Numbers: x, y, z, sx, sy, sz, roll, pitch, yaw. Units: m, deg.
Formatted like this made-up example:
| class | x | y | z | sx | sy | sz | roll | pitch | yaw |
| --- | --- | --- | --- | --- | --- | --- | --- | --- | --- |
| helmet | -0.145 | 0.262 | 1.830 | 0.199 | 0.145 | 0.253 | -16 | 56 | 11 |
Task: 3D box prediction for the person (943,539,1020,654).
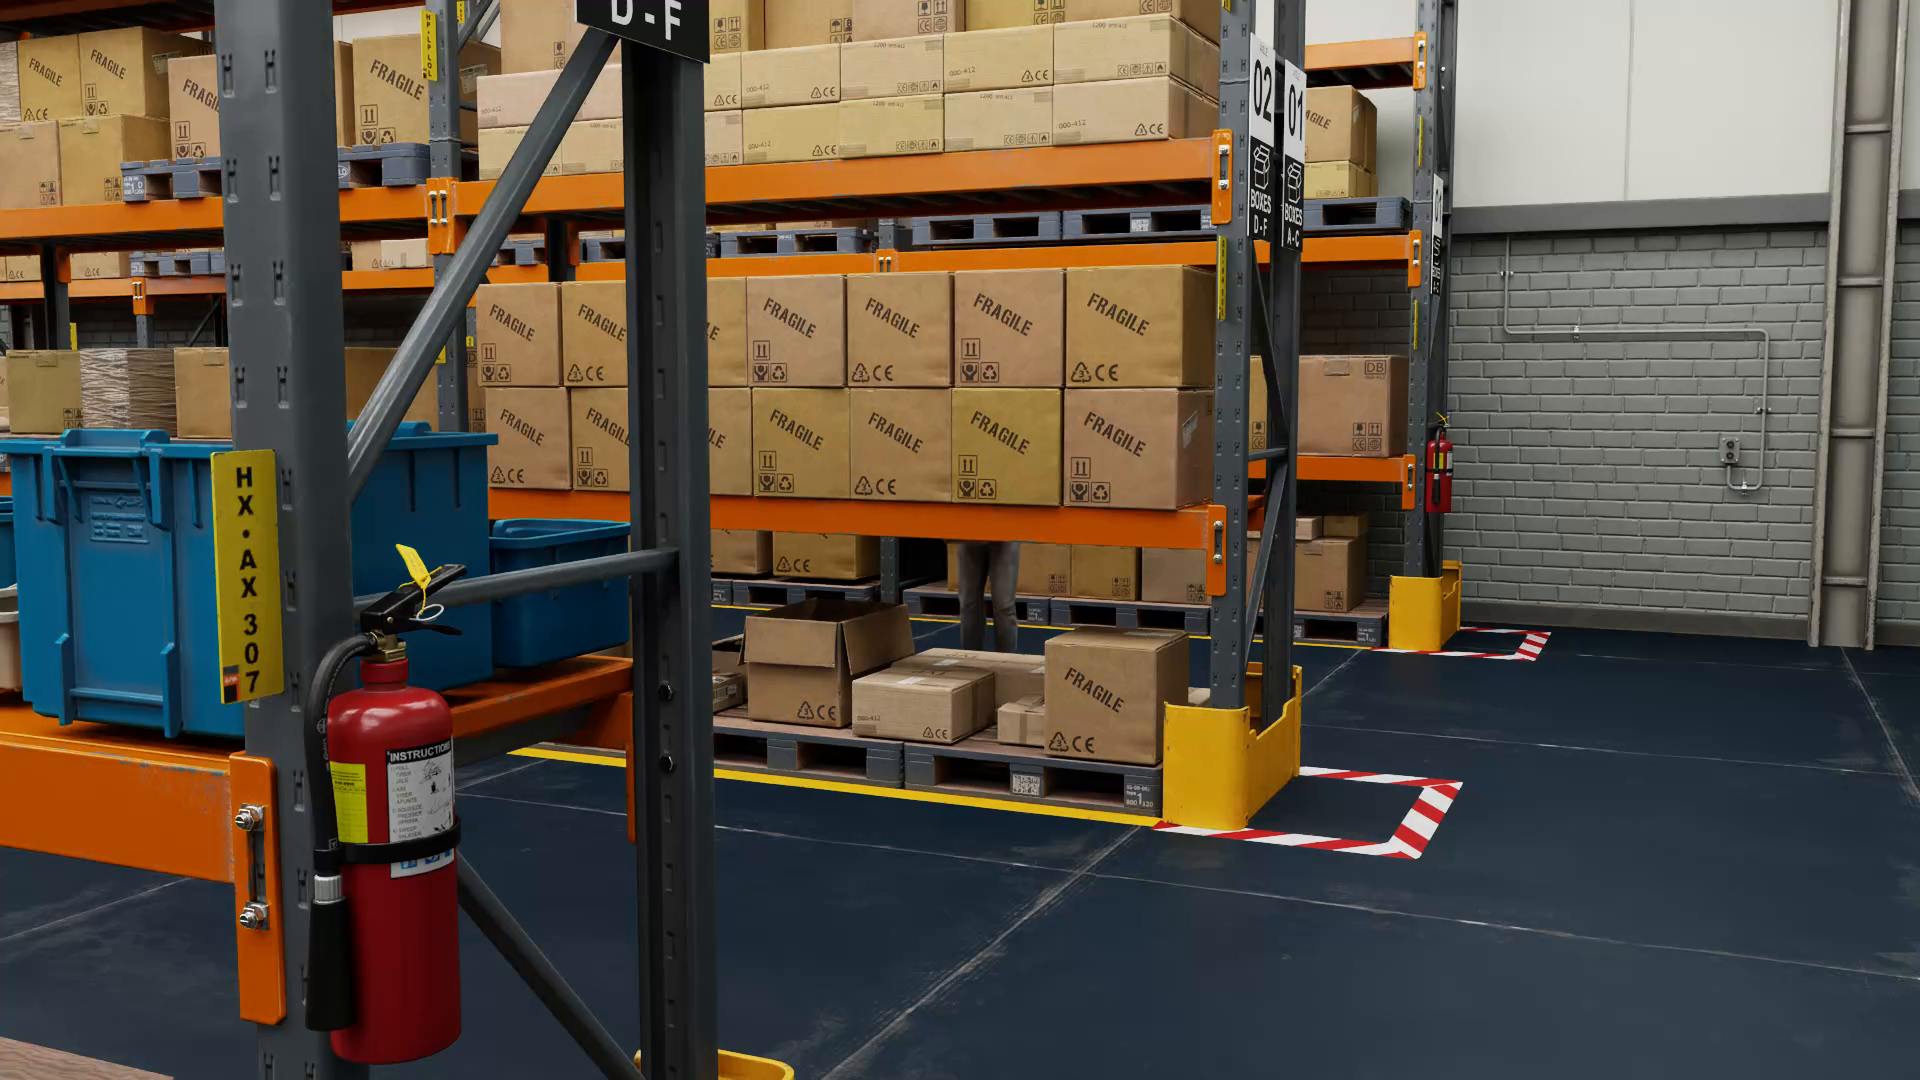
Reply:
| class | x | y | z | sx | sy | sz | roll | pitch | yaw |
| --- | --- | --- | --- | --- | --- | --- | --- | --- | --- |
| person | 0.157 | 0.009 | 9.844 | 0.504 | 1.761 | 0.569 | 3 | 6 | 24 |
